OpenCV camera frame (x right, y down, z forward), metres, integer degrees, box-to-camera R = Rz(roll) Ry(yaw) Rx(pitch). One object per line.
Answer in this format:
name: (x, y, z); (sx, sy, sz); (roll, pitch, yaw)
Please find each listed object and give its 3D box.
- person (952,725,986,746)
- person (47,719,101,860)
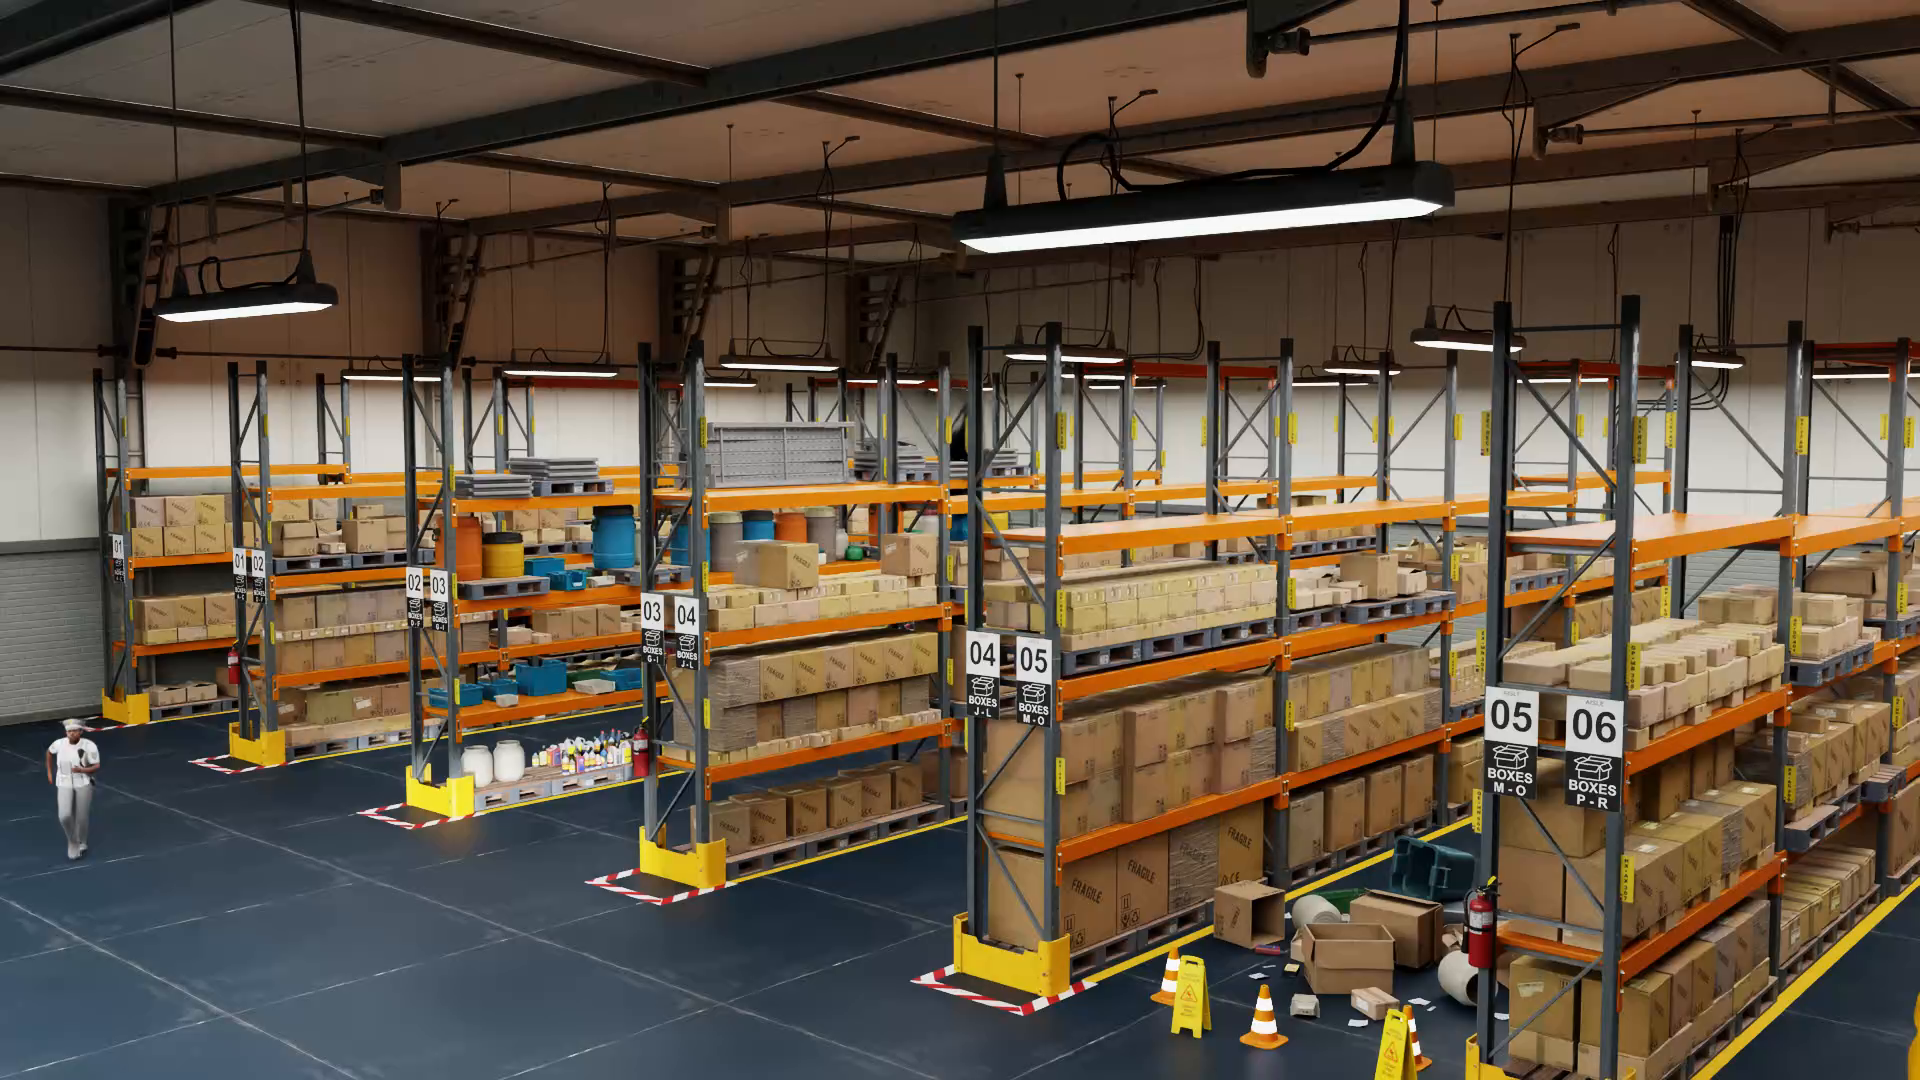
person: (0.068, 2.335, 25.098); (0.712, 1.778, 1.072); (3, 5, 37)
person: (-10.363, 2.892, 19.439); (0.604, 1.669, 0.781); (-1, 4, -18)
